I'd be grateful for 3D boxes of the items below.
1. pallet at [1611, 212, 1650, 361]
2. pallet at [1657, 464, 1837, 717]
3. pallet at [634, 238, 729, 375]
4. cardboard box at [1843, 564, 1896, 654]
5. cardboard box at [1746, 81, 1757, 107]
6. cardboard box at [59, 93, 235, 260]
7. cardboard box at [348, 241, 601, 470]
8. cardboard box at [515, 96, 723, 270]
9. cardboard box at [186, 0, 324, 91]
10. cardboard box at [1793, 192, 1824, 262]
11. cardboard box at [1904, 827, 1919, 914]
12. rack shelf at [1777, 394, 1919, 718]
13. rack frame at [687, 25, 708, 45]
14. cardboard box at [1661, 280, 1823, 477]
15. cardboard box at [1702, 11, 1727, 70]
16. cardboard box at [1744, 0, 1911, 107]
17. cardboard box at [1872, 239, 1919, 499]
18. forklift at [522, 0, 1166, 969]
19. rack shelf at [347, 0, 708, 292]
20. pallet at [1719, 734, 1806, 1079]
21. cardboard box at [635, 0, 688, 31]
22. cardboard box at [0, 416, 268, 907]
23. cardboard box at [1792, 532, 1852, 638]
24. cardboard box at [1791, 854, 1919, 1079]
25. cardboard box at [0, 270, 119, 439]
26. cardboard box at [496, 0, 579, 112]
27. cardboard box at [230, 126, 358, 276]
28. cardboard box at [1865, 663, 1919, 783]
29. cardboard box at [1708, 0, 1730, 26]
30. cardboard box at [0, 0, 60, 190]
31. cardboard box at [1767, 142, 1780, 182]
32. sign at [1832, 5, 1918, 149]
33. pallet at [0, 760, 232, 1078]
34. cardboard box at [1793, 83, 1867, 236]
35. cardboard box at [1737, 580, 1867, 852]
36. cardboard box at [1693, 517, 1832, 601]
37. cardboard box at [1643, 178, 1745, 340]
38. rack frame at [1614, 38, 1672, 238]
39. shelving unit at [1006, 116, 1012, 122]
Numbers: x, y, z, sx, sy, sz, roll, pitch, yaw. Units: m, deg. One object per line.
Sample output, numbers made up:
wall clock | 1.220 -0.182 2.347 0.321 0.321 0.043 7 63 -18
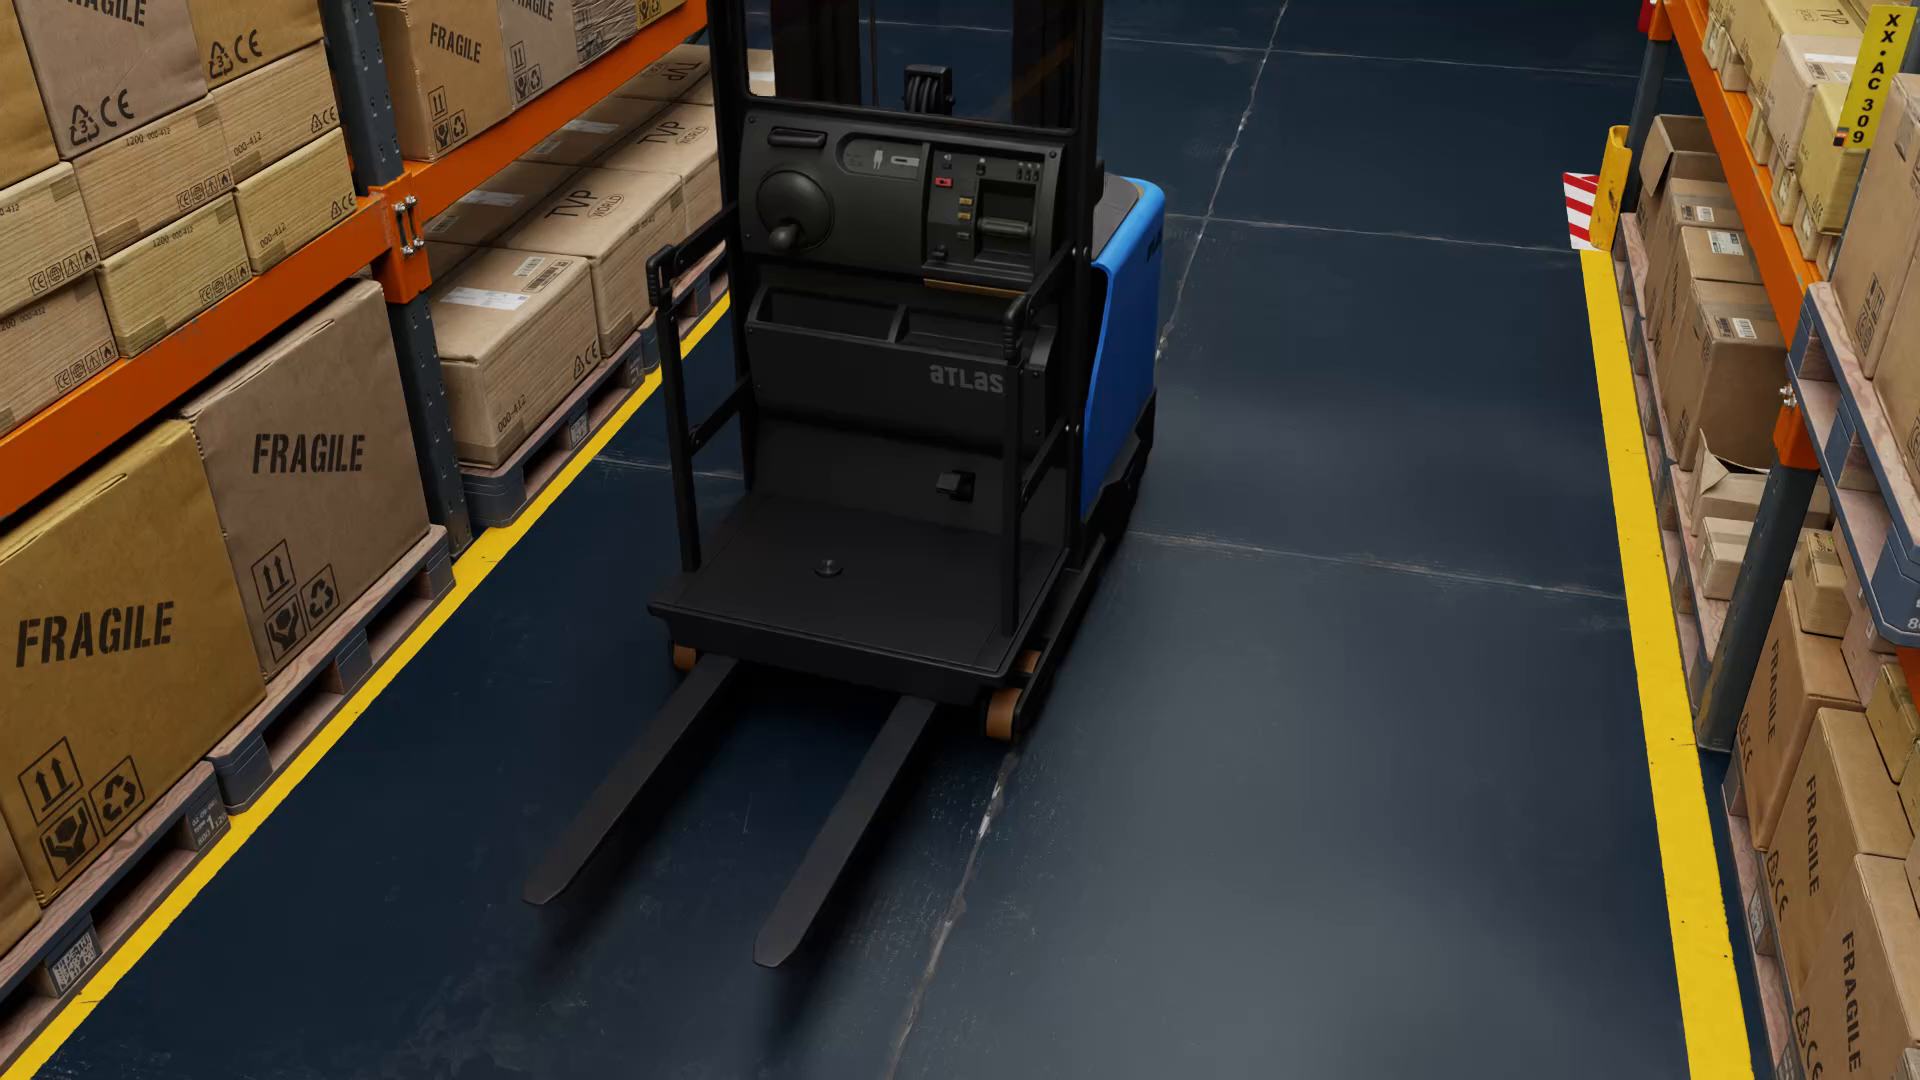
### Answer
pallet | 3.420 -1.068 7.234 1.003 0.211 1.213 8 33 12
pallet | 2.800 0.198 5.242 1.003 0.211 1.213 8 33 12
pallet | -1.601 -1.139 7.344 1.003 0.211 1.213 8 33 12
cardboard box | 2.257 0.147 3.779 0.380 0.149 0.250 6 33 10
cardboard box | 2.871 -1.515 5.571 0.380 0.149 0.250 8 33 12
cardboard box | -2.173 -0.922 4.078 0.500 0.250 0.500 9 33 14
cardboard box | -1.914 -0.704 6.058 0.875 0.438 0.875 8 33 12
cardboard box | -1.457 -1.636 7.524 0.875 0.438 0.875 9 34 14
cardboard box | -2.047 -1.495 4.280 0.500 0.500 0.500 9 34 14
cardboard box | 2.507 -0.855 4.532 0.380 0.149 0.250 9 34 14
cardboard box | 2.071 0.689 3.204 0.380 0.149 0.250 8 33 12
rack shelf | 2.118 0.719 2.494 1.077 0.370 4.000 8 33 12
rack frame | -1.162 -3.372 8.259 1.000 3.000 0.127 8 33 12
cardboard box | 2.875 -0.539 5.741 0.700 0.500 0.500 7 33 11
cardboard box | 2.917 -1.797 6.015 0.380 0.149 0.250 7 33 11
cardboard box | 2.771 -1.501 5.178 0.500 0.250 0.500 8 33 12
cardboard box | 2.155 -0.353 3.024 0.700 0.500 0.500 8 33 13
forklift | -0.244 -0.897 4.429 1.130 2.935 3.031 10 34 16
rack shelf | -1.669 -2.031 6.819 1.077 0.370 4.000 8 33 12
pallet | 2.455 0.981 4.010 1.003 0.211 1.213 8 33 12
cardboard box | -1.410 -2.332 6.529 0.500 0.500 0.500 9 34 14
cardboard box | -2.479 0.225 4.189 0.875 0.875 0.875 9 34 14
cardboard box | 2.277 0.131 4.082 0.380 0.149 0.250 10 34 15
cardboard box | 2.028 1.011 3.301 0.500 0.500 0.500 7 33 11
cardboard box | -2.324 -0.443 3.790 0.500 0.250 0.500 7 33 11
cardboard box | -1.673 -1.807 5.703 0.500 0.500 0.500 8 33 13
cardboard box | -2.047 -0.966 4.614 0.500 0.250 0.500 7 33 11
cardboard box | 2.227 0.420 3.627 0.380 0.149 0.250 6 33 10
cardboard box | 3.011 -2.037 6.020 0.500 0.250 0.500 7 33 11
cardboard box | -2.319 -0.965 3.446 0.500 0.500 0.500 9 34 14
cardboard box | 2.642 -1.125 4.958 0.380 0.149 0.250 9 34 14
sign | 2.098 -1.058 3.811 0.100 0.325 0.005 8 33 12
pallet | -2.607 0.926 4.097 1.003 0.211 1.213 8 33 12
cardboard box | 2.519 -0.982 4.362 0.500 0.250 0.500 9 33 14
cardboard box | 2.285 0.475 4.145 0.500 0.500 0.500 9 34 14
cardboard box | 2.483 0.074 5.103 0.380 0.149 0.250 7 33 11
cardboard box | 3.139 -1.078 6.588 0.700 0.500 0.500 9 34 14
rack frame | 3.640 -2.698 7.199 1.000 3.000 0.127 8 33 12
shelving unit | 0.299 -0.996 6.193 0.258 1.200 0.189 10 32 15
